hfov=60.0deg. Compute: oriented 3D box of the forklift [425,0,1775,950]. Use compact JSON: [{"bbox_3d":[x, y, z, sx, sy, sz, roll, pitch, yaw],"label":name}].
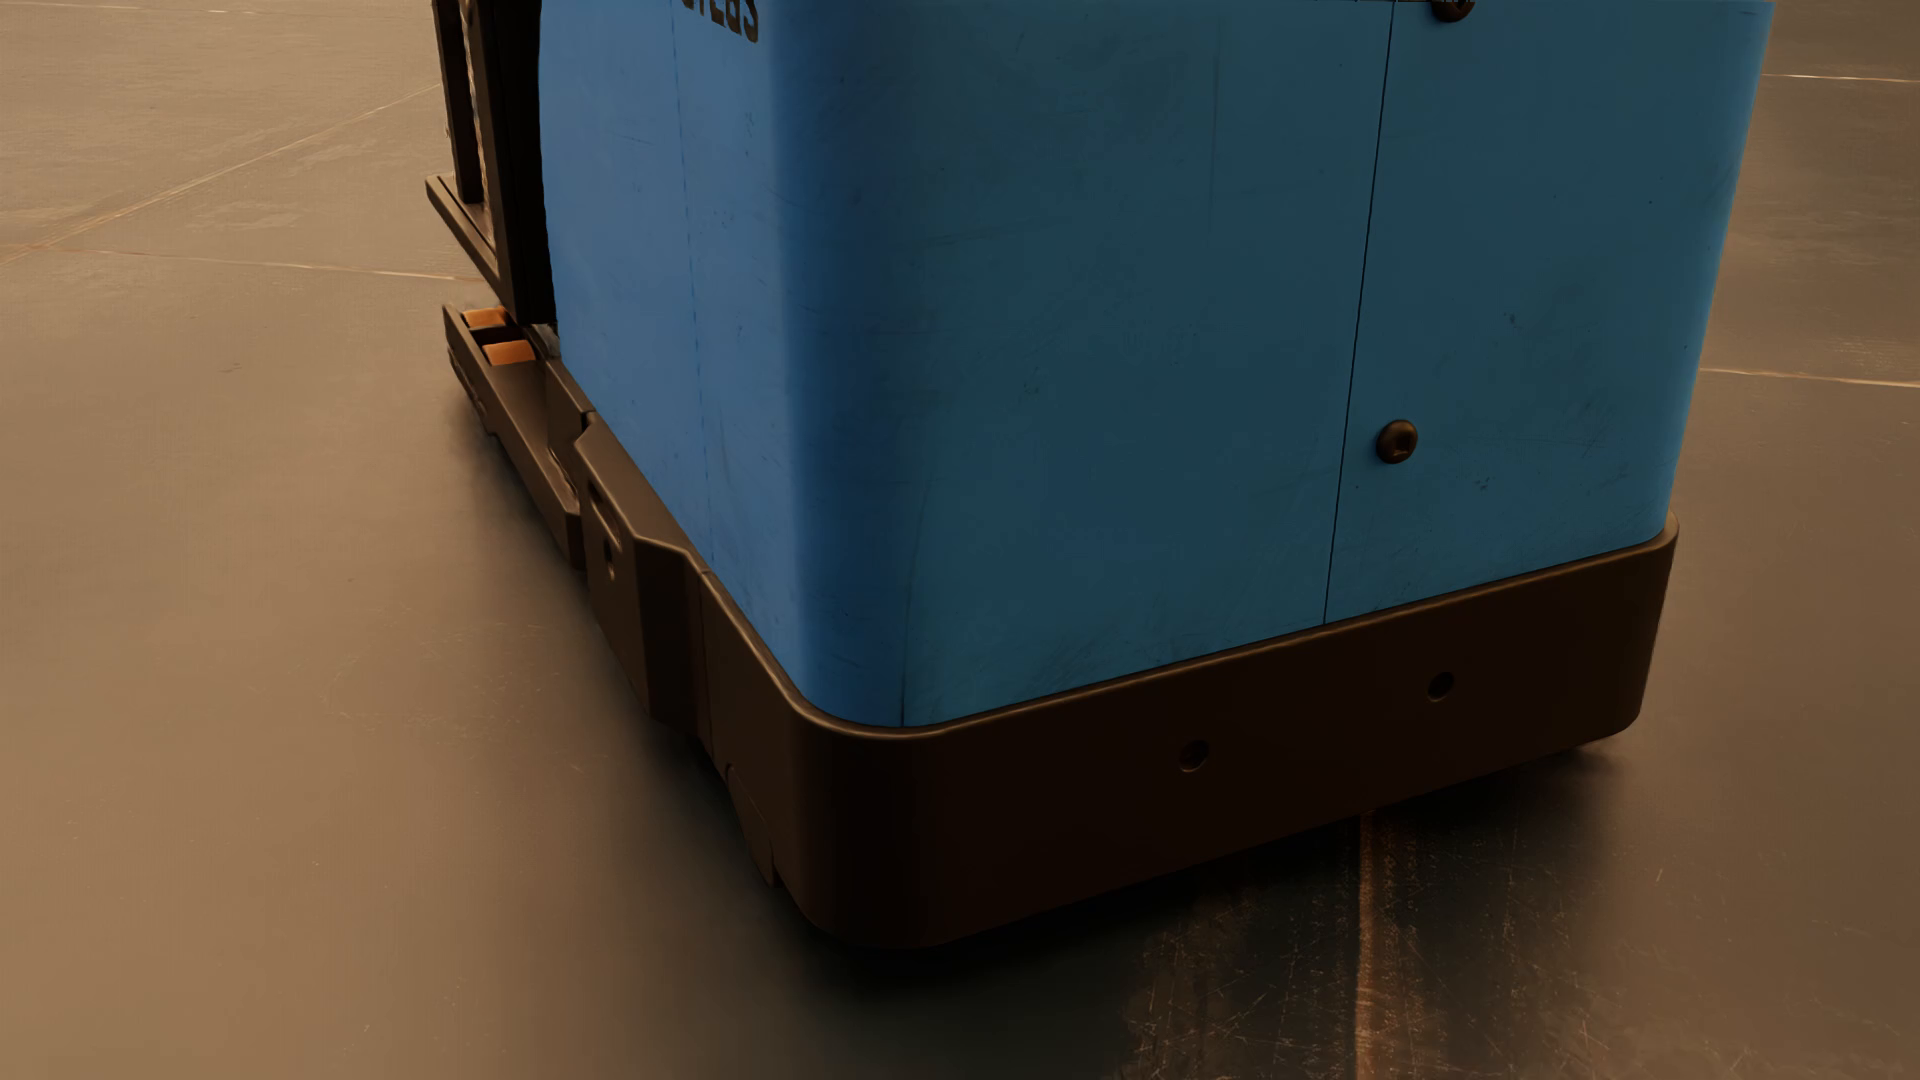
[{"bbox_3d":[-0.279,-1.558,2.335,1.130,2.935,3.031,-12,29,-22],"label":"forklift"}]
